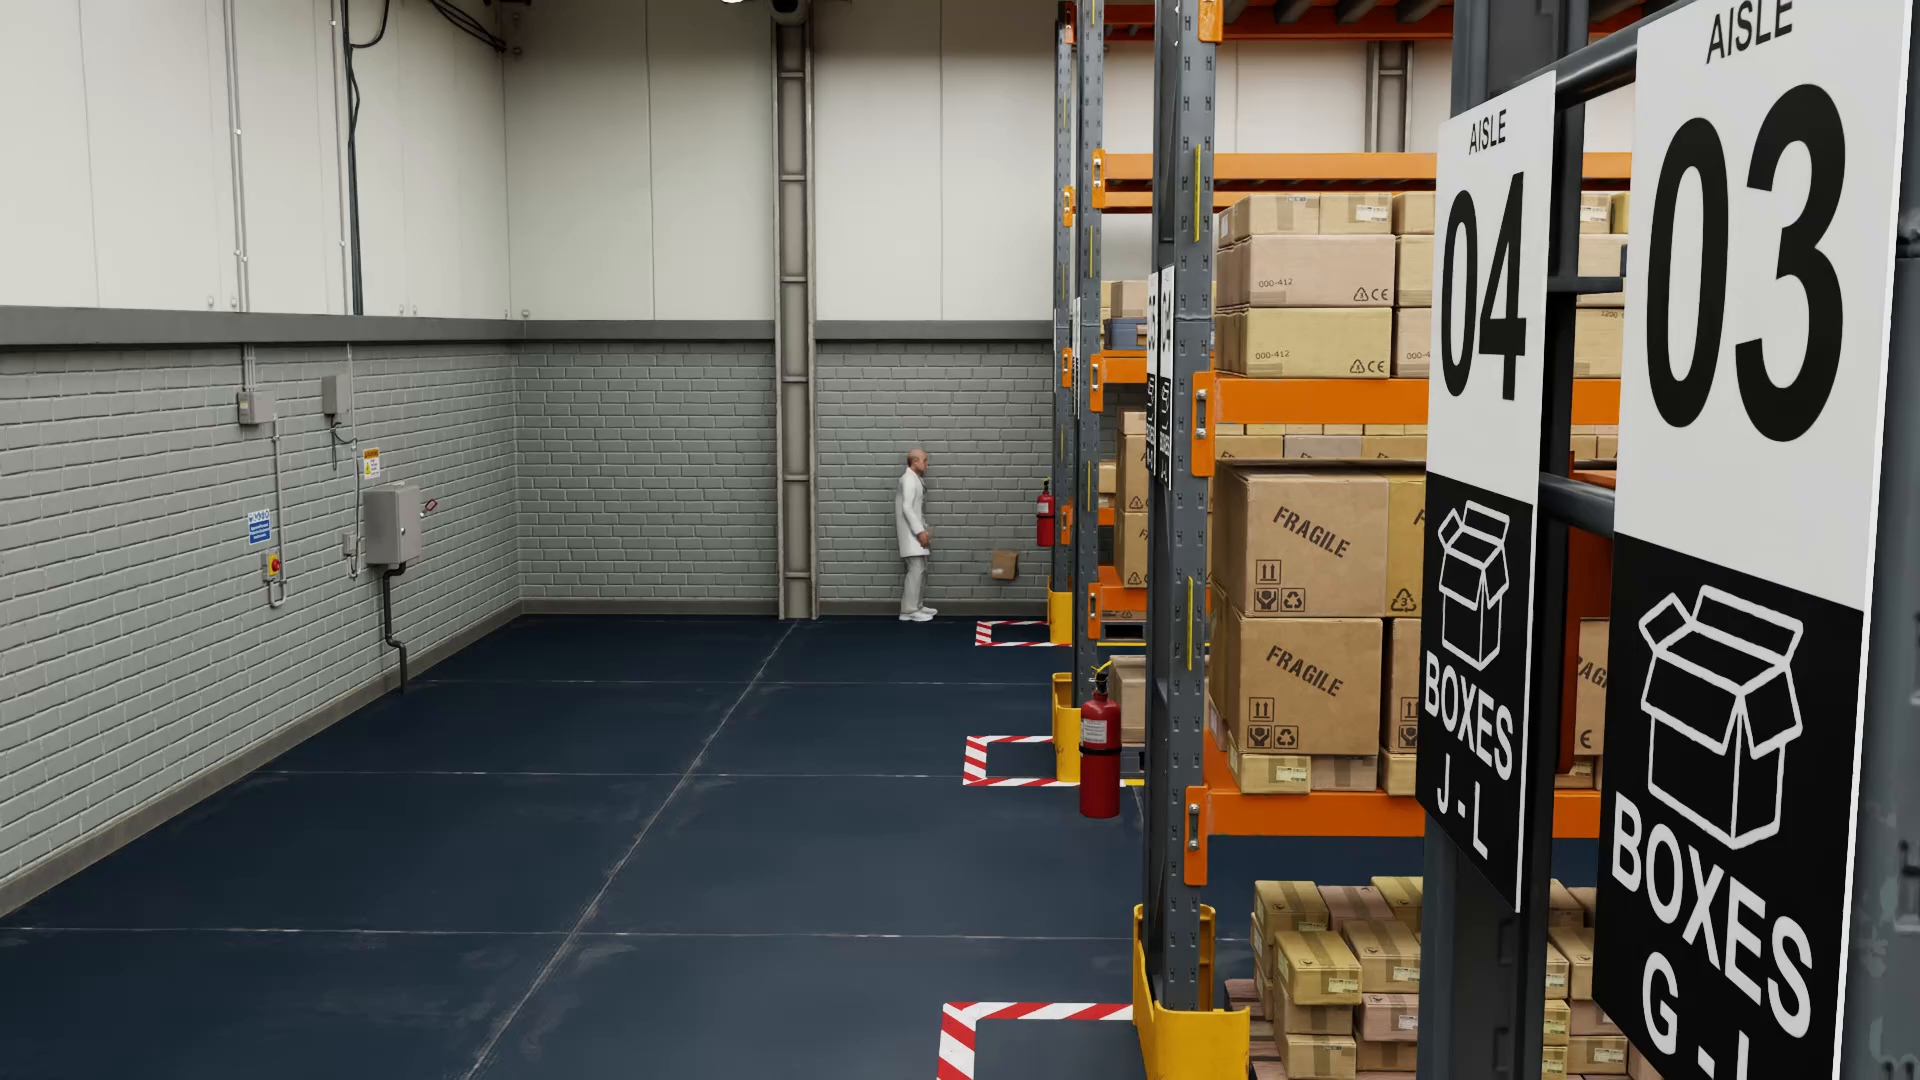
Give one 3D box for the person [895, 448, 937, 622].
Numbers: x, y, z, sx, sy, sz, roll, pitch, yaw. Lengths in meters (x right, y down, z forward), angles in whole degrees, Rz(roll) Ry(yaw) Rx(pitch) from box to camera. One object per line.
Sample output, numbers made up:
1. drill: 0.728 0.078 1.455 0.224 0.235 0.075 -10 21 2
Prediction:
1. person: -0.463 -0.066 17.342 0.424 1.778 0.589 1 7 6
